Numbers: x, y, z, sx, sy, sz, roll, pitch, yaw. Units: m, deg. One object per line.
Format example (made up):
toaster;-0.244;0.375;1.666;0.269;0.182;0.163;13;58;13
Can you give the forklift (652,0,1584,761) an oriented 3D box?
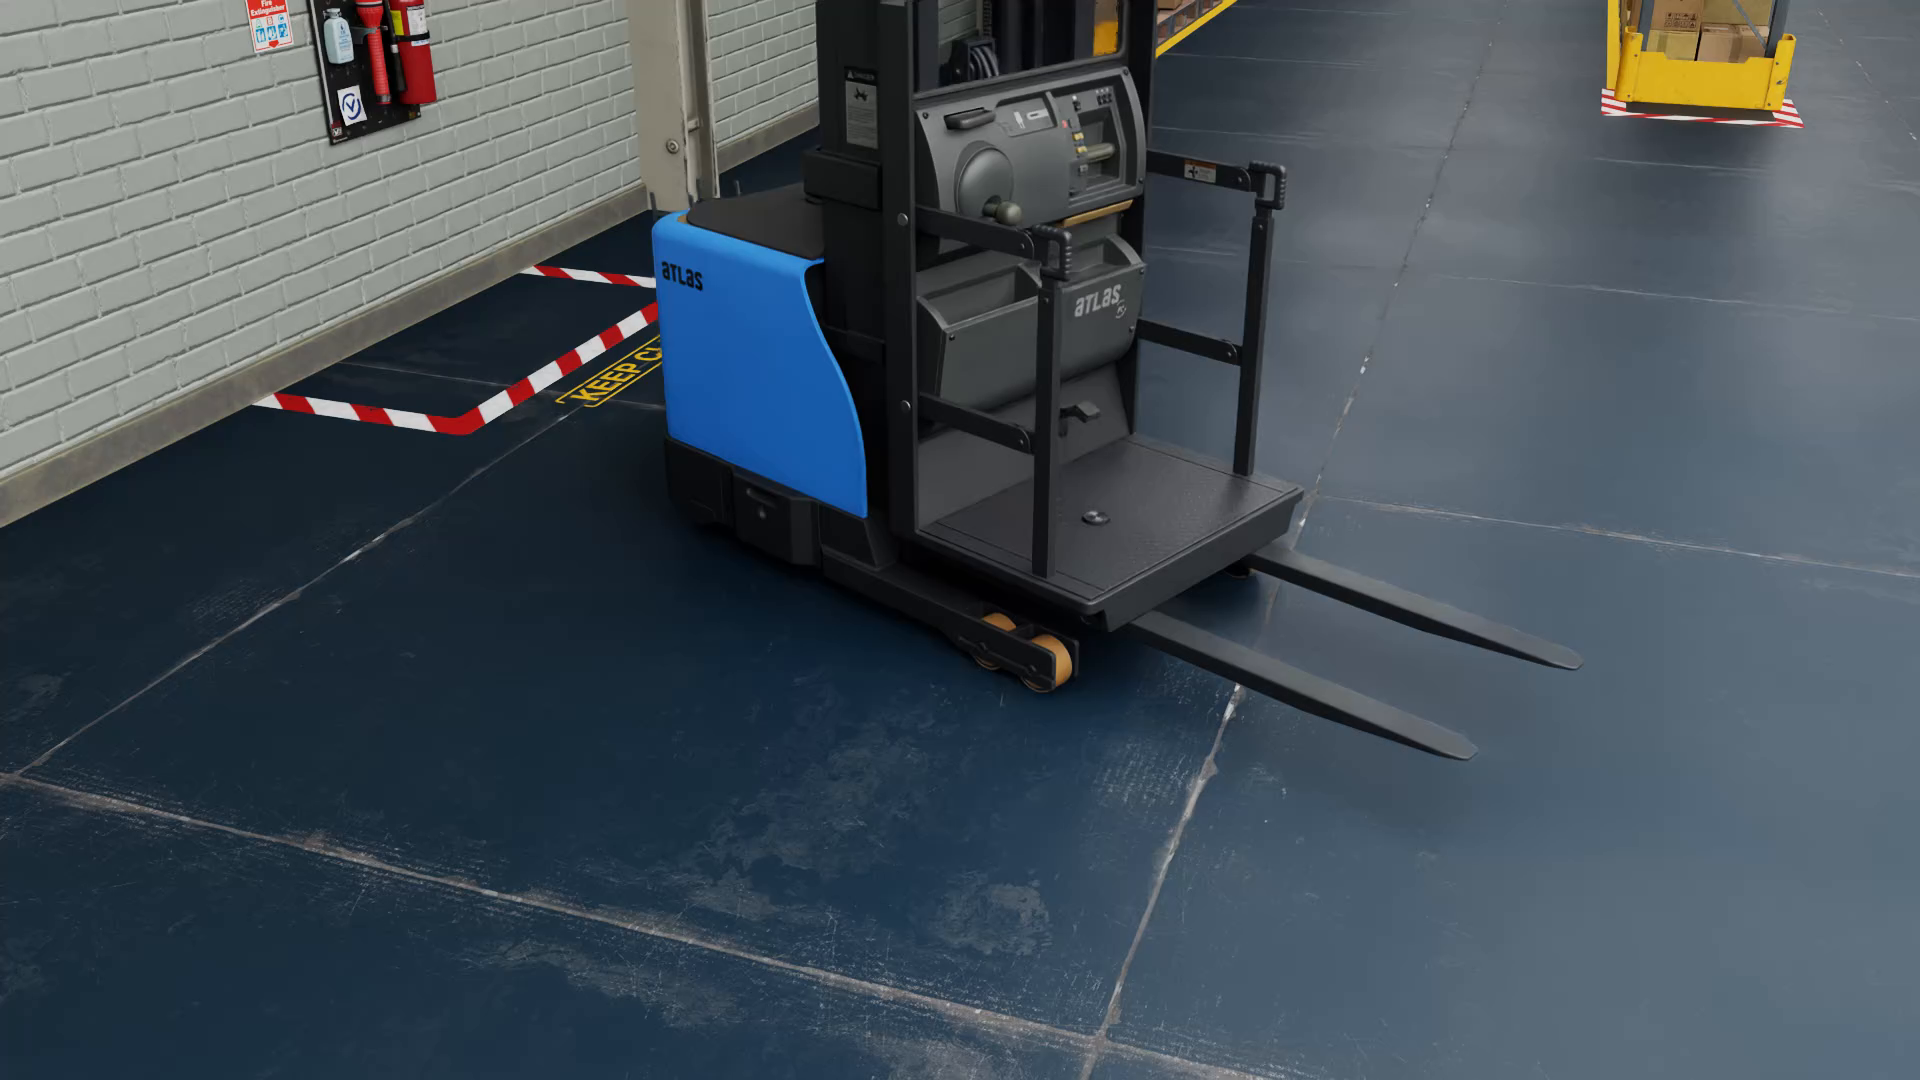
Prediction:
forklift;0.381;-1.132;4.725;3.031;2.935;1.130;22;34;38

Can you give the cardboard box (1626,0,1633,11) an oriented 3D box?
cardboard box;5.815;-4.657;13.738;0.500;0.500;0.500;9;27;17

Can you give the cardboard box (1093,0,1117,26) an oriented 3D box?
cardboard box;1.241;-4.667;14.527;0.500;0.311;0.500;6;26;12

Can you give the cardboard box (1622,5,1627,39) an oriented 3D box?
cardboard box;5.818;-4.319;13.901;0.500;0.250;0.500;9;27;17

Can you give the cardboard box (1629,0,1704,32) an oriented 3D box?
cardboard box;5.496;-4.243;12.885;0.500;0.500;0.500;9;27;17

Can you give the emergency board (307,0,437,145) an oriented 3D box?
emergency board;-2.512;-2.345;7.152;0.194;1.169;0.643;9;27;17

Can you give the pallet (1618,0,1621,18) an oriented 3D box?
pallet;7.138;-5.388;16.636;1.003;0.211;1.213;9;27;17

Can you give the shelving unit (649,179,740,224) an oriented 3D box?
shelving unit;-0.907;-0.777;6.129;0.215;1.050;0.252;10;27;32

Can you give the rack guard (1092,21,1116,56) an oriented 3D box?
rack guard;0.951;-4.314;14.086;1.175;0.500;0.348;9;27;17

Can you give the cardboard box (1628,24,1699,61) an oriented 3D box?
cardboard box;5.498;-3.906;13.048;0.500;0.250;0.500;9;27;17

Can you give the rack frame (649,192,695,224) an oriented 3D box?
rack frame;-0.973;-0.732;6.037;0.200;1.050;0.008;10;27;32

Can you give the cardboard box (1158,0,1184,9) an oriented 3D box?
cardboard box;1.722;-5.281;15.578;0.700;0.500;0.500;7;27;14

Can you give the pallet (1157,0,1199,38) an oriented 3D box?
pallet;1.663;-5.012;15.860;1.003;0.211;1.213;9;27;17

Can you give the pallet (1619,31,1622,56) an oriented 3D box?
pallet;6.221;-4.256;14.298;1.003;0.211;1.213;9;27;17

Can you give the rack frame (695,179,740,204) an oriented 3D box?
rack frame;-0.840;-0.821;6.221;0.200;1.050;0.008;10;27;32

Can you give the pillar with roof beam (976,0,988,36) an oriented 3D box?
pillar with roof beam;4.403;-7.897;11.733;9.100;9.000;0.400;9;27;17

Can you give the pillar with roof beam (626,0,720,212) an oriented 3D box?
pillar with roof beam;2.406;-5.431;6.641;9.100;9.000;0.400;9;27;17

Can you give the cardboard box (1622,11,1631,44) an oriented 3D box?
cardboard box;5.654;-4.113;13.476;0.500;0.250;0.500;9;27;17

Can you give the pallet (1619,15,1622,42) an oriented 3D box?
pallet;6.626;-4.759;15.337;1.003;0.211;1.213;9;27;17

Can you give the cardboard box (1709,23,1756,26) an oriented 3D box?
cardboard box;6.150;-4.037;13.318;0.500;0.250;0.500;9;27;17

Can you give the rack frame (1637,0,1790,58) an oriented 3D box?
rack frame;5.599;-4.691;11.996;1.000;3.000;0.127;9;27;17

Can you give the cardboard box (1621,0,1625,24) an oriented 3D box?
cardboard box;6.147;-4.730;14.751;0.500;0.250;0.500;9;27;17

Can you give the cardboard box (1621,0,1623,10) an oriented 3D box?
cardboard box;6.318;-4.935;15.174;0.500;0.250;0.500;9;27;17

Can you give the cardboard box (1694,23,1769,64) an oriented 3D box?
cardboard box;5.987;-3.831;12.893;0.500;0.250;0.500;9;27;17

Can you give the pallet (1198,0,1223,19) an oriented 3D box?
pallet;2.067;-5.515;16.899;1.003;0.211;1.213;9;27;17

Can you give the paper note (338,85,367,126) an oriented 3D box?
paper note;-2.636;-1.886;7.214;0.016;0.148;0.142;9;27;17

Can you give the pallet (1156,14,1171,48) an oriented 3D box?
pallet;1.255;-4.513;14.828;1.003;0.211;1.213;9;27;17

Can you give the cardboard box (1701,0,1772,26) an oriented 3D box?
cardboard box;6.151;-4.374;13.154;0.500;0.500;0.500;9;27;17

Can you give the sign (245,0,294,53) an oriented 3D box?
sign;-2.793;-2.149;6.705;0.001;0.329;0.234;9;27;17

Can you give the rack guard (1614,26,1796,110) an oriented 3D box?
rack guard;5.591;-3.556;12.521;1.175;0.500;0.348;9;27;17

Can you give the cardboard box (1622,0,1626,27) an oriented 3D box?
cardboard box;5.986;-4.524;14.325;0.500;0.250;0.500;9;27;17
